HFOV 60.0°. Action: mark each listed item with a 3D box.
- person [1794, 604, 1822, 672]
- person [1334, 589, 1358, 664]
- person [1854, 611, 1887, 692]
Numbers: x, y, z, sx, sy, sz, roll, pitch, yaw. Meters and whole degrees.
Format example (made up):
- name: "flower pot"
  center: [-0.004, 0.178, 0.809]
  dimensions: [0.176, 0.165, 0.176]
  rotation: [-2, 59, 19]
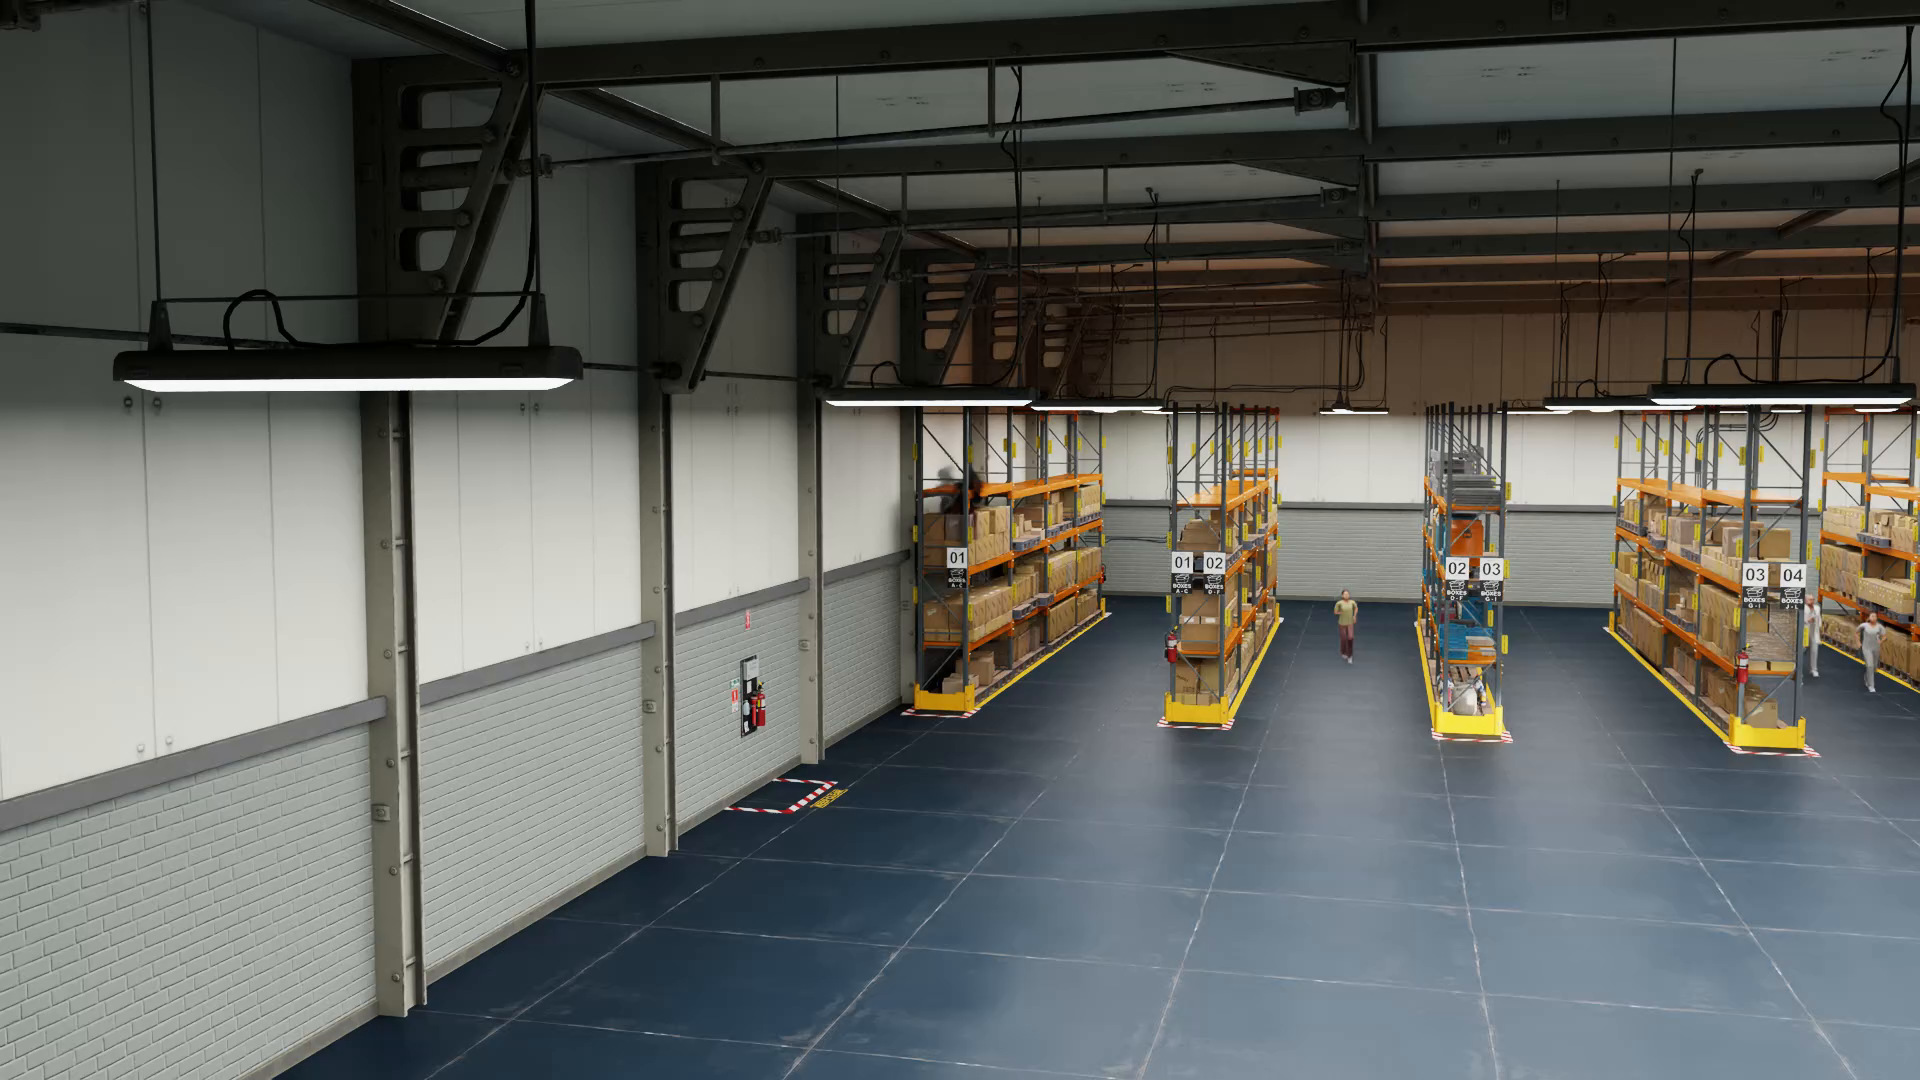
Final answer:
- name: "person"
  center: [18.756, 2.146, 36.845]
  dimensions: [0.703, 1.487, 0.854]
  rotation: [0, 4, 3]
- name: "person"
  center: [9.036, 2.014, 38.960]
  dimensions: [0.563, 1.724, 0.738]
  rotation: [1, 4, 9]
- name: "person"
  center: [19.055, 2.306, 34.799]
  dimensions: [0.581, 1.663, 0.877]
  rotation: [1, 4, 11]
